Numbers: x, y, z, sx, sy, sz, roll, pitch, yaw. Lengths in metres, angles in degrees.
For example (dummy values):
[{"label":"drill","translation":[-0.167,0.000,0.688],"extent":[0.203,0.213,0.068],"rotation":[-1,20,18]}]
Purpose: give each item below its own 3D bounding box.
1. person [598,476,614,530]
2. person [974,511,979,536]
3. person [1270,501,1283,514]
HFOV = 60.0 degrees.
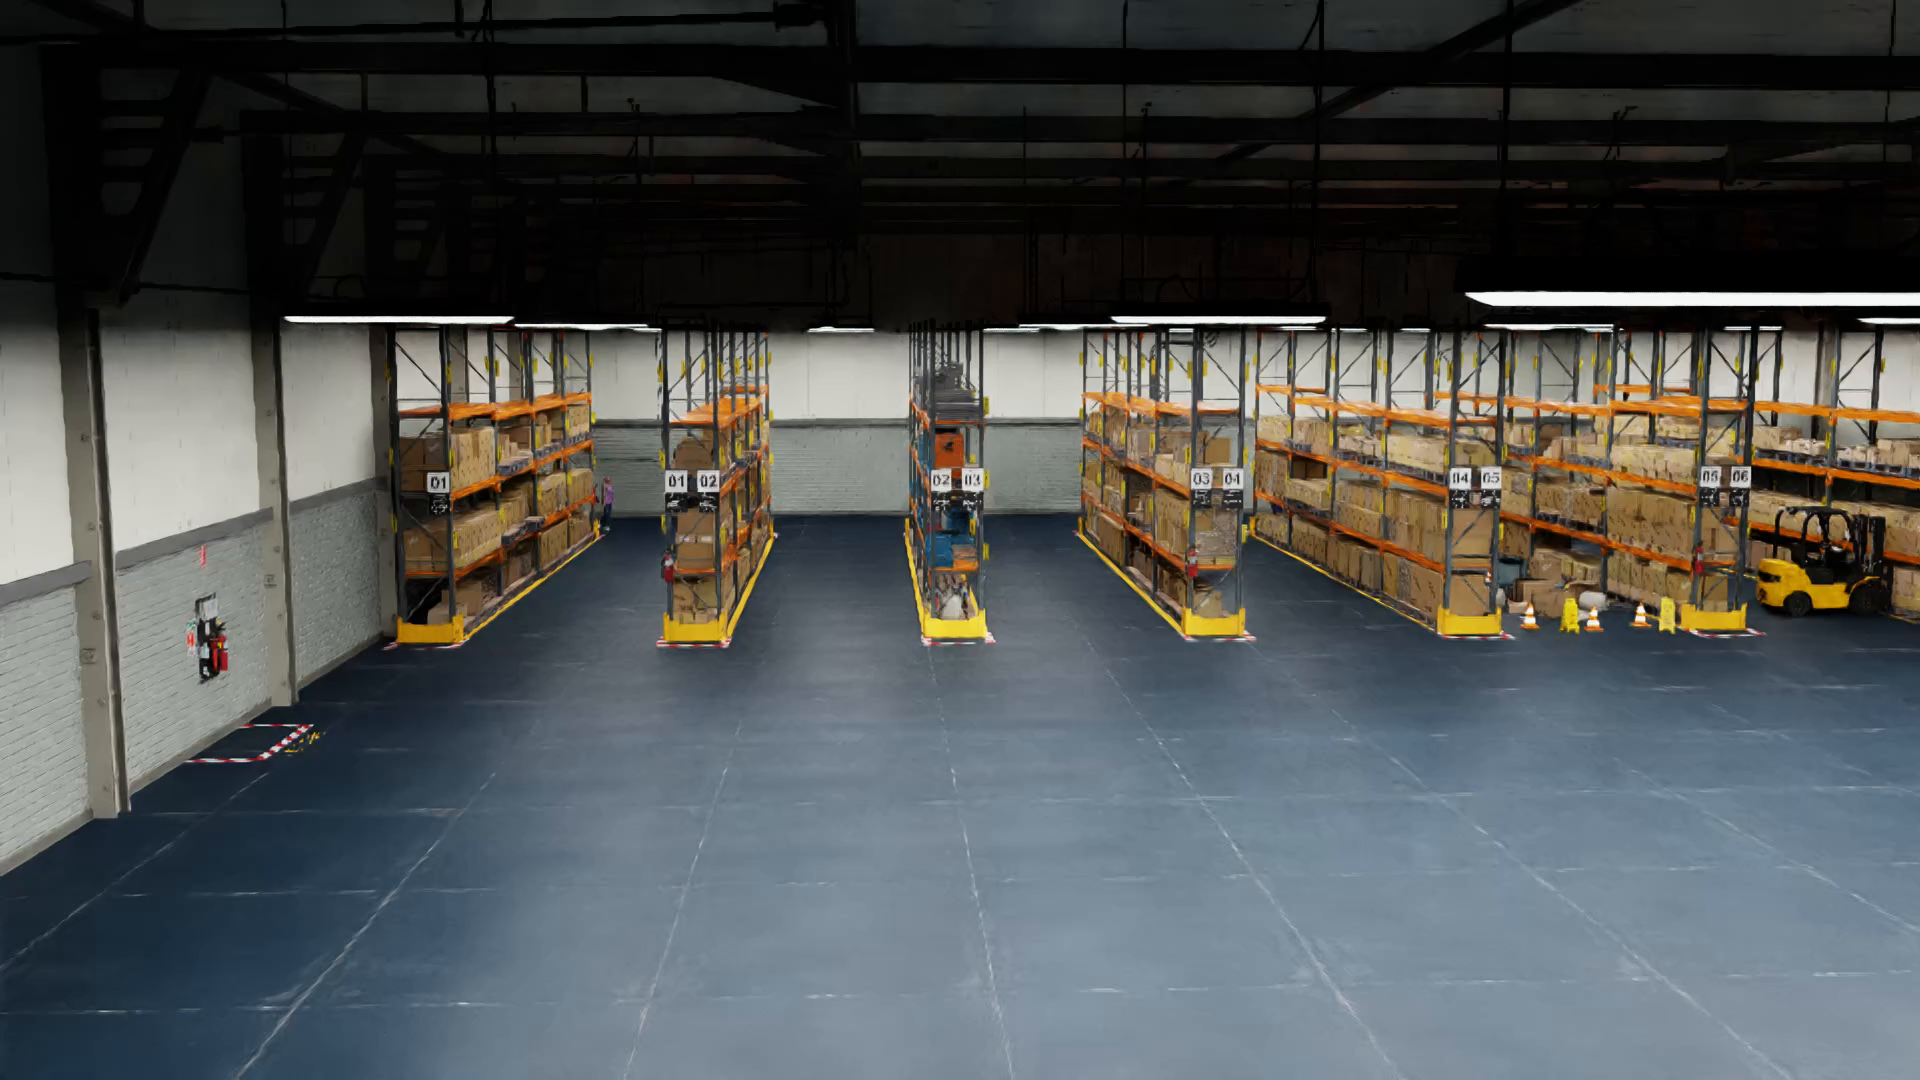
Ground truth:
[{"label":"person","translation":[-10.382,-1.080,48.646],"extent":[0.421,1.588,0.566],"rotation":[3,8,24]},{"label":"person","translation":[0.319,-0.607,44.769],"extent":[0.627,1.613,0.794],"rotation":[-3,8,-22]},{"label":"person","translation":[9.370,-1.160,49.084],"extent":[0.373,1.642,0.598],"rotation":[-5,9,-34]}]
